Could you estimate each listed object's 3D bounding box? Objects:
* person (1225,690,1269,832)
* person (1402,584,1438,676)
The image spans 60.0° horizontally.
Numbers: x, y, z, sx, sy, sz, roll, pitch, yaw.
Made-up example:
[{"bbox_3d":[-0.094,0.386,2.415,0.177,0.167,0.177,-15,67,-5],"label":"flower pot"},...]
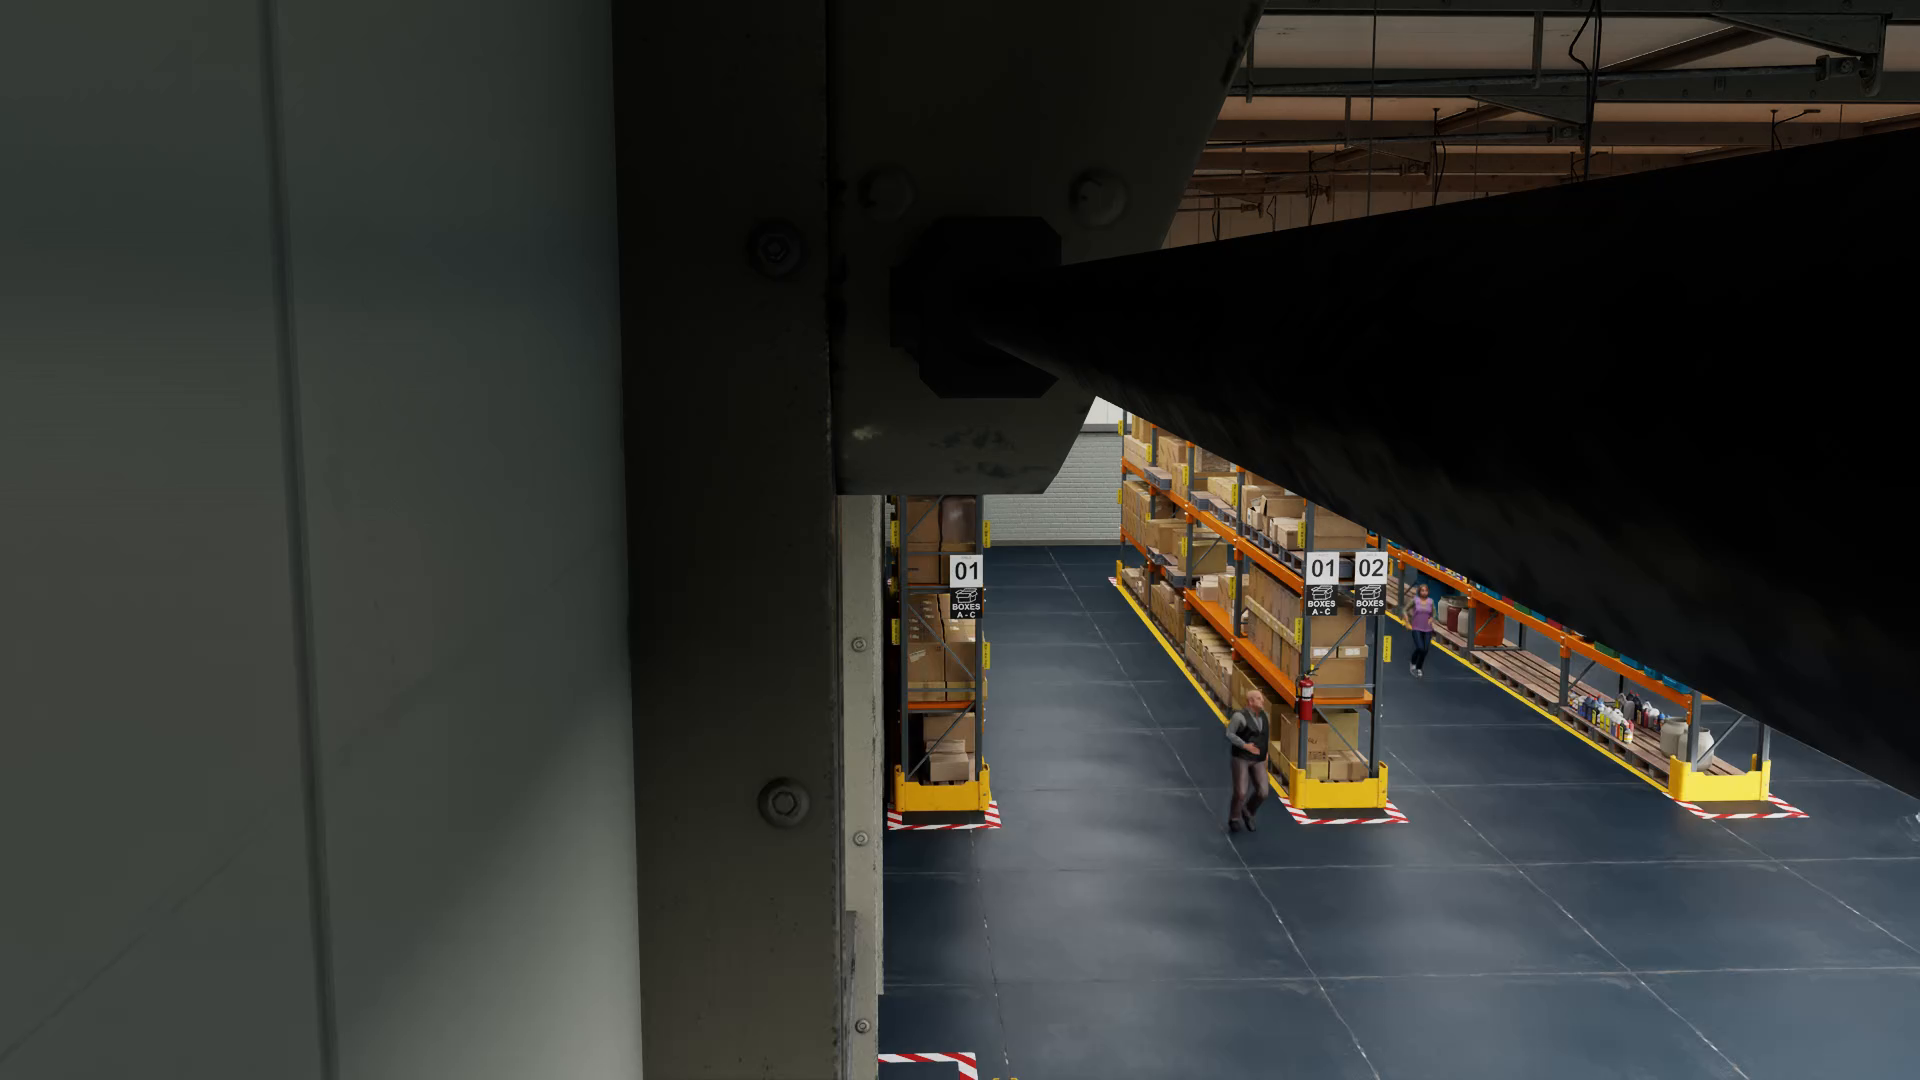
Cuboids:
[{"bbox_3d":[3.462,2.623,19.739,0.673,1.684,0.602,-3,9,-17],"label":"person"},{"bbox_3d":[7.626,1.516,27.494,0.518,1.544,0.601,0,8,-2],"label":"person"}]
